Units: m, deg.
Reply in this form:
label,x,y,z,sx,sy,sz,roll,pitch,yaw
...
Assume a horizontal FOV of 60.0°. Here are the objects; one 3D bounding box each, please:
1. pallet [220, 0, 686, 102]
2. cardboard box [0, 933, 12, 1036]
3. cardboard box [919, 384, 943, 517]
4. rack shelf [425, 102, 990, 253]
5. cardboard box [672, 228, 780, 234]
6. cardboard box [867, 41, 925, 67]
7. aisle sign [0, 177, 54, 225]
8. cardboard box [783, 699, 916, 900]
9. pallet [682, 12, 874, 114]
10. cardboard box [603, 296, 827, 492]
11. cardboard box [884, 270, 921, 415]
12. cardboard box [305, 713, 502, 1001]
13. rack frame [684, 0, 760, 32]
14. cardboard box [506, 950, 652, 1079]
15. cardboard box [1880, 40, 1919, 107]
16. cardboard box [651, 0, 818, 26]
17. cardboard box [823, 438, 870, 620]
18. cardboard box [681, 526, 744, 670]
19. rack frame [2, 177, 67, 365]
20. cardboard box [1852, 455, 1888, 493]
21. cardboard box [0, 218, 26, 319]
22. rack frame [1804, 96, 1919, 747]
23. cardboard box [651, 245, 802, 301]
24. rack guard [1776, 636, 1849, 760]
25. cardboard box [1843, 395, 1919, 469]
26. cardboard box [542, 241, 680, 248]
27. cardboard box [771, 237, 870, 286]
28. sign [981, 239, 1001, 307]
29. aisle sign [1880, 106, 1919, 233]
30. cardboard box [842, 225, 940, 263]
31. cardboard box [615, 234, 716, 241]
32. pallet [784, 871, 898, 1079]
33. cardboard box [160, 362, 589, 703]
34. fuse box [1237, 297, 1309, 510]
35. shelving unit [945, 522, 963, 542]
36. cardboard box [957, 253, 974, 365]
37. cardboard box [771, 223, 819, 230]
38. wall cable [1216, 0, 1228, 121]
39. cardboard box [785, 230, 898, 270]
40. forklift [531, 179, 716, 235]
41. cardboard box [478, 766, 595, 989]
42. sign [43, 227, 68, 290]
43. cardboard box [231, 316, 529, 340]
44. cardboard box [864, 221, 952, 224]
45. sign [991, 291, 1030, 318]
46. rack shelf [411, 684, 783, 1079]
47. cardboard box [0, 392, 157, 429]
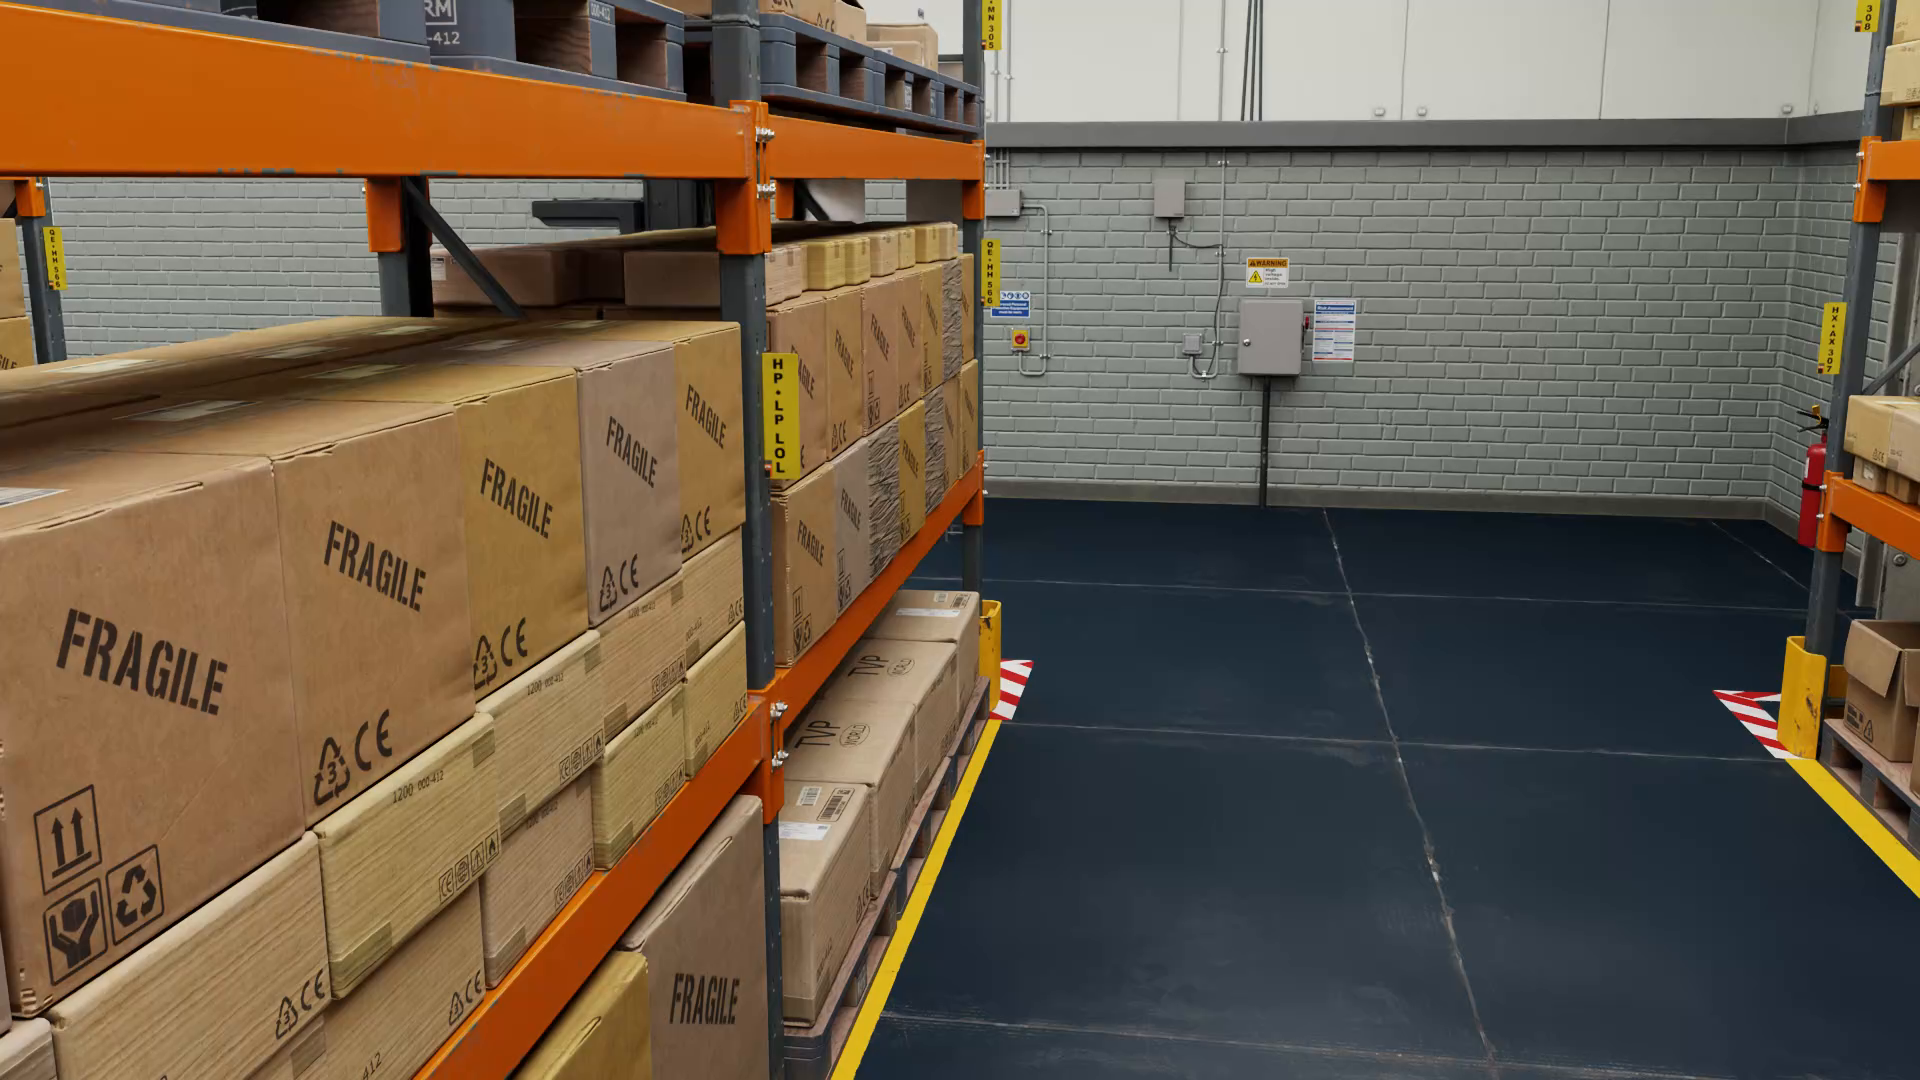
label,x,y,z,sx,sy,sz,roll,pitch,yaw
pallet,-1.094,-0.987,3.287,0.805,0.209,1.217,1,12,6
cardboard box,-1.233,0.290,1.416,0.500,0.500,0.500,2,12,9
cardboard box,-0.361,-0.368,6.842,0.500,0.500,0.500,2,12,10
rack shelf,-0.695,-1.338,6.167,1.077,0.370,4.000,2,12,9
cardboard box,-0.929,-1.159,6.603,0.380,0.149,0.250,2,12,9
cardboard box,-0.353,-2.050,7.130,0.380,0.149,0.250,1,12,4
aisle sign,-4.986,-2.055,8.738,0.394,0.787,0.004,2,12,9
cardboard box,-0.662,0.927,6.157,0.875,0.438,0.875,2,12,7
pallet,-0.866,-1.399,4.958,1.003,0.211,1.213,2,12,9
cardboard box,-0.690,-0.435,4.783,0.500,0.500,0.500,2,12,9
cardboard box,-0.436,-0.752,6.250,0.500,0.500,0.500,2,12,8
cardboard box,-1.035,0.441,2.494,0.500,0.250,0.500,2,12,10
rack frame,-1.002,-2.739,3.844,1.000,3.000,0.127,2,12,9
cardboard box,-1.150,1.347,3.171,0.875,0.875,0.875,2,12,10
cardboard box,4.180,-1.934,6.878,0.500,0.250,0.500,2,12,8
cardboard box,-0.704,-1.692,4.631,0.500,0.500,0.500,2,12,10
cardboard box,-0.590,-0.049,5.365,0.500,0.500,0.500,2,12,9
cardboard box,-0.830,0.122,3.976,0.500,0.250,0.500,2,12,9
rack frame,-5.294,-0.779,8.986,1.000,3.000,0.127,2,12,9
cardboard box,4.197,-0.297,7.347,0.380,0.149,0.250,2,12,8
cardboard box,-5.118,-1.358,8.359,0.500,0.500,0.500,2,12,7
rack frame,4.518,-0.479,7.597,1.000,3.000,0.127,2,12,9
cardboard box,-0.674,-0.772,4.807,0.380,0.149,0.250,2,12,9
rack guard,4.507,0.759,7.787,1.175,0.500,0.348,2,12,9
cardboard box,4.182,-0.466,7.184,0.500,0.250,0.500,2,12,9
cardboard box,-1.073,-0.839,5.115,0.380,0.149,0.250,2,12,9
cardboard box,-0.508,-0.931,5.544,0.380,0.149,0.250,2,12,7
sign,0.147,-1.301,8.098,0.100,0.325,0.005,2,12,9
aisle sign,4.239,-1.774,7.433,0.394,0.787,0.004,2,12,9
cardboard box,-0.296,-1.252,7.031,0.380,0.149,0.250,2,12,10
cardboard box,-1.010,-1.000,5.862,0.380,0.149,0.250,2,12,7
pallet,-0.808,1.401,5.492,1.003,0.211,1.213,2,12,9
cardboard box,-0.992,-0.030,2.903,0.500,0.500,0.500,2,12,10
fuse box,2.510,-1.086,13.469,0.539,1.711,0.414,2,12,9
shelving unit,0.008,-0.524,12.434,0.215,1.050,0.252,2,12,9
cardboard box,-0.226,-1.069,7.722,0.500,0.500,0.500,2,12,11
cardboard box,-0.838,-1.322,7.356,0.380,0.149,0.250,2,12,10
wall cable,0.952,-4.740,13.129,2.355,3.000,0.029,2,12,9
cardboard box,-0.445,-1.091,6.287,0.380,0.149,0.250,2,12,10
forklift,-2.534,-1.504,12.513,3.031,2.935,1.130,2,12,8
cardboard box,-0.998,0.579,3.044,0.500,0.250,0.500,2,12,7
sign,-4.748,-1.477,8.728,0.100,0.325,0.005,2,12,9
cardboard box,-1.354,-0.262,3.978,0.500,0.500,0.500,2,12,9
cardboard box,-0.244,-1.413,7.778,0.380,0.149,0.250,2,12,9
sign,0.419,-1.960,13.827,0.327,0.218,0.001,2,12,9
rack shelf,-1.310,0.961,2.620,1.077,0.370,4.000,2,12,9
cardboard box,-1.558,0.057,2.498,0.500,0.500,0.500,2,12,8
